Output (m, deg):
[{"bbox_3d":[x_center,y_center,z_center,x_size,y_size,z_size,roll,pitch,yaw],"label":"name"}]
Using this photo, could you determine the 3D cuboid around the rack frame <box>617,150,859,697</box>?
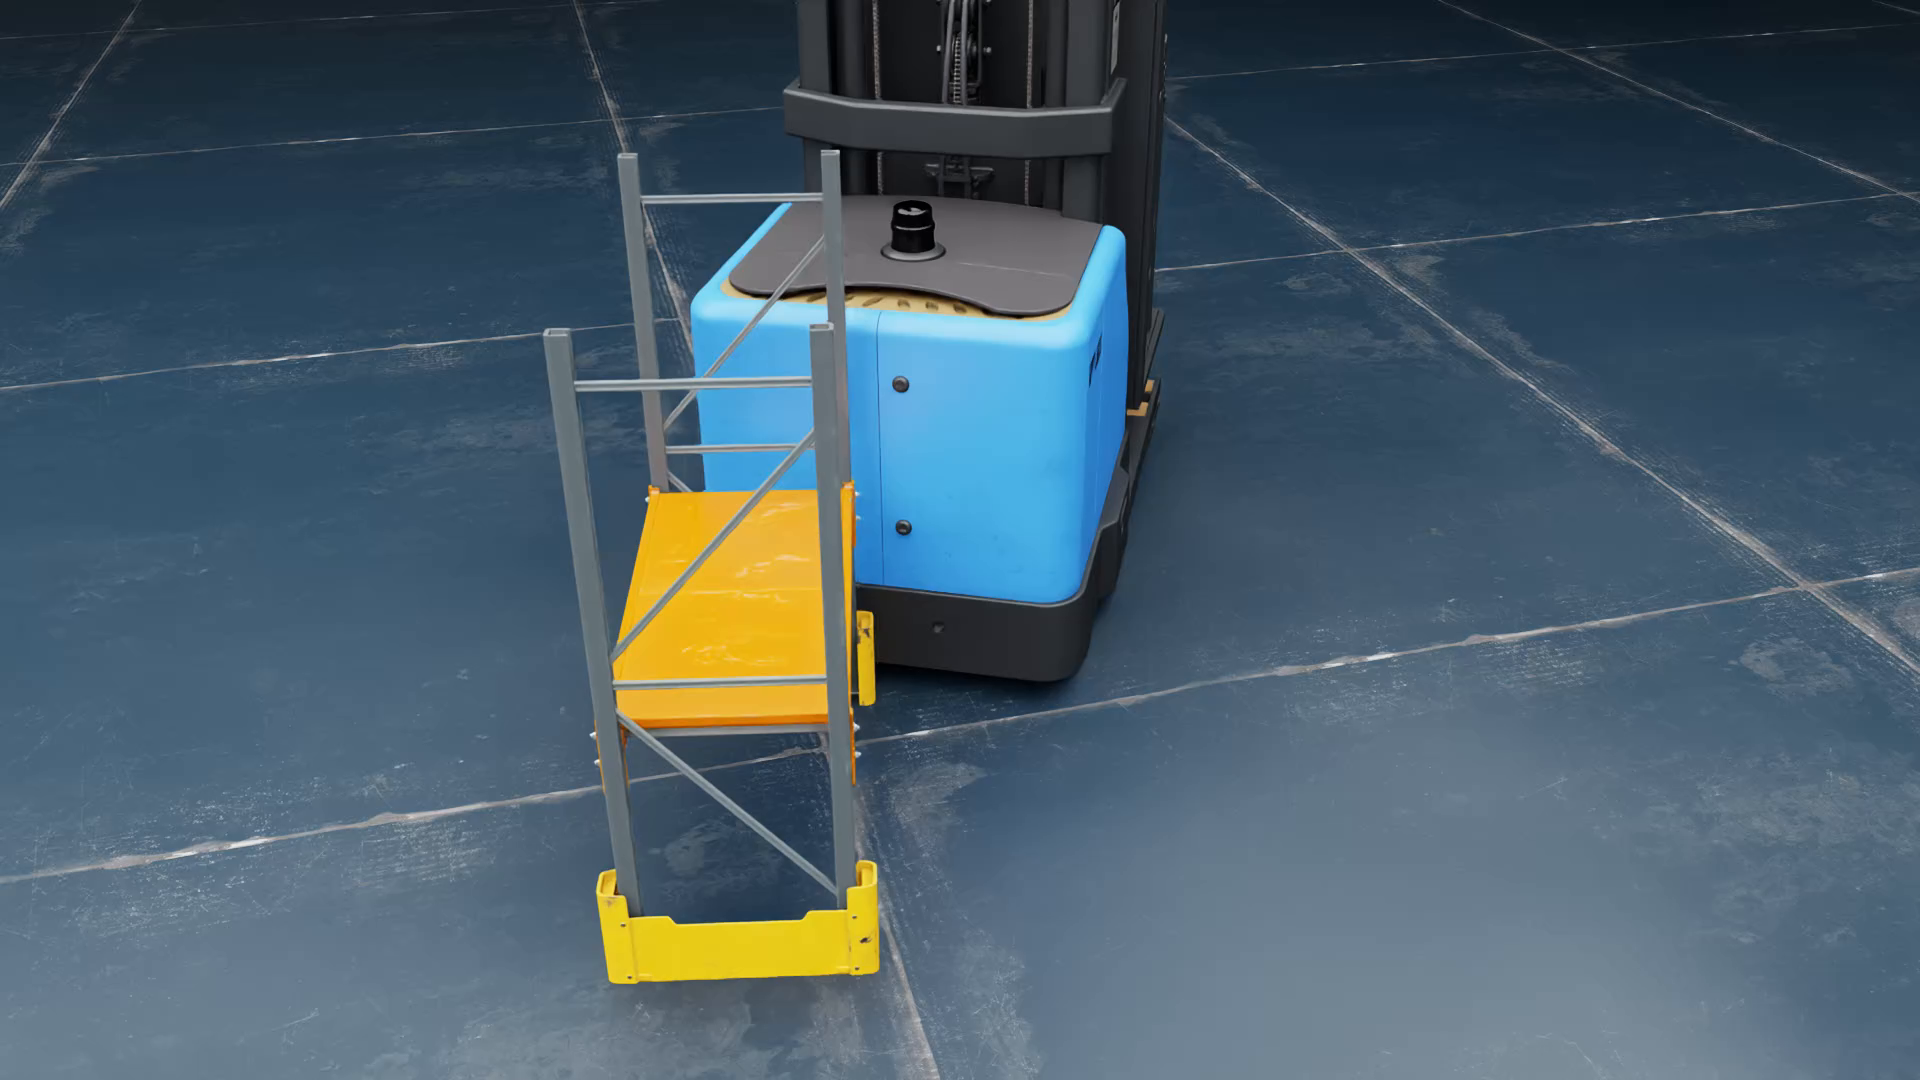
[{"bbox_3d":[-0.523,-0.226,4.143,0.500,1.500,0.032,-2,30,-3],"label":"rack frame"}]

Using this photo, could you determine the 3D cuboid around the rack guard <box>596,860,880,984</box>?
[{"bbox_3d":[-0.470,0.823,3.578,0.587,0.250,0.087,-2,30,-3],"label":"rack guard"}]

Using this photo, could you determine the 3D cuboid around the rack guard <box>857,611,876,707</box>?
[{"bbox_3d":[-0.522,0.325,4.439,0.587,0.250,0.087,-2,30,-3],"label":"rack guard"}]

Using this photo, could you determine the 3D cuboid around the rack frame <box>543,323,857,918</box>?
[{"bbox_3d":[-0.470,0.283,3.264,0.500,1.500,0.032,-2,30,-3],"label":"rack frame"}]

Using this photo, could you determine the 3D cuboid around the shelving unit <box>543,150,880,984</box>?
[{"bbox_3d":[-0.496,0.033,3.695,0.587,1.500,1.083,-2,30,-3],"label":"shelving unit"}]

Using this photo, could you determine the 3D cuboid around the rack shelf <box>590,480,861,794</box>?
[{"bbox_3d":[-0.497,0.184,3.793,0.538,0.185,1.000,-2,30,-3],"label":"rack shelf"}]

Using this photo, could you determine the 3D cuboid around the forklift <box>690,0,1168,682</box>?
[{"bbox_3d":[0.108,-1.613,5.110,1.130,2.935,3.031,6,31,10],"label":"forklift"}]
